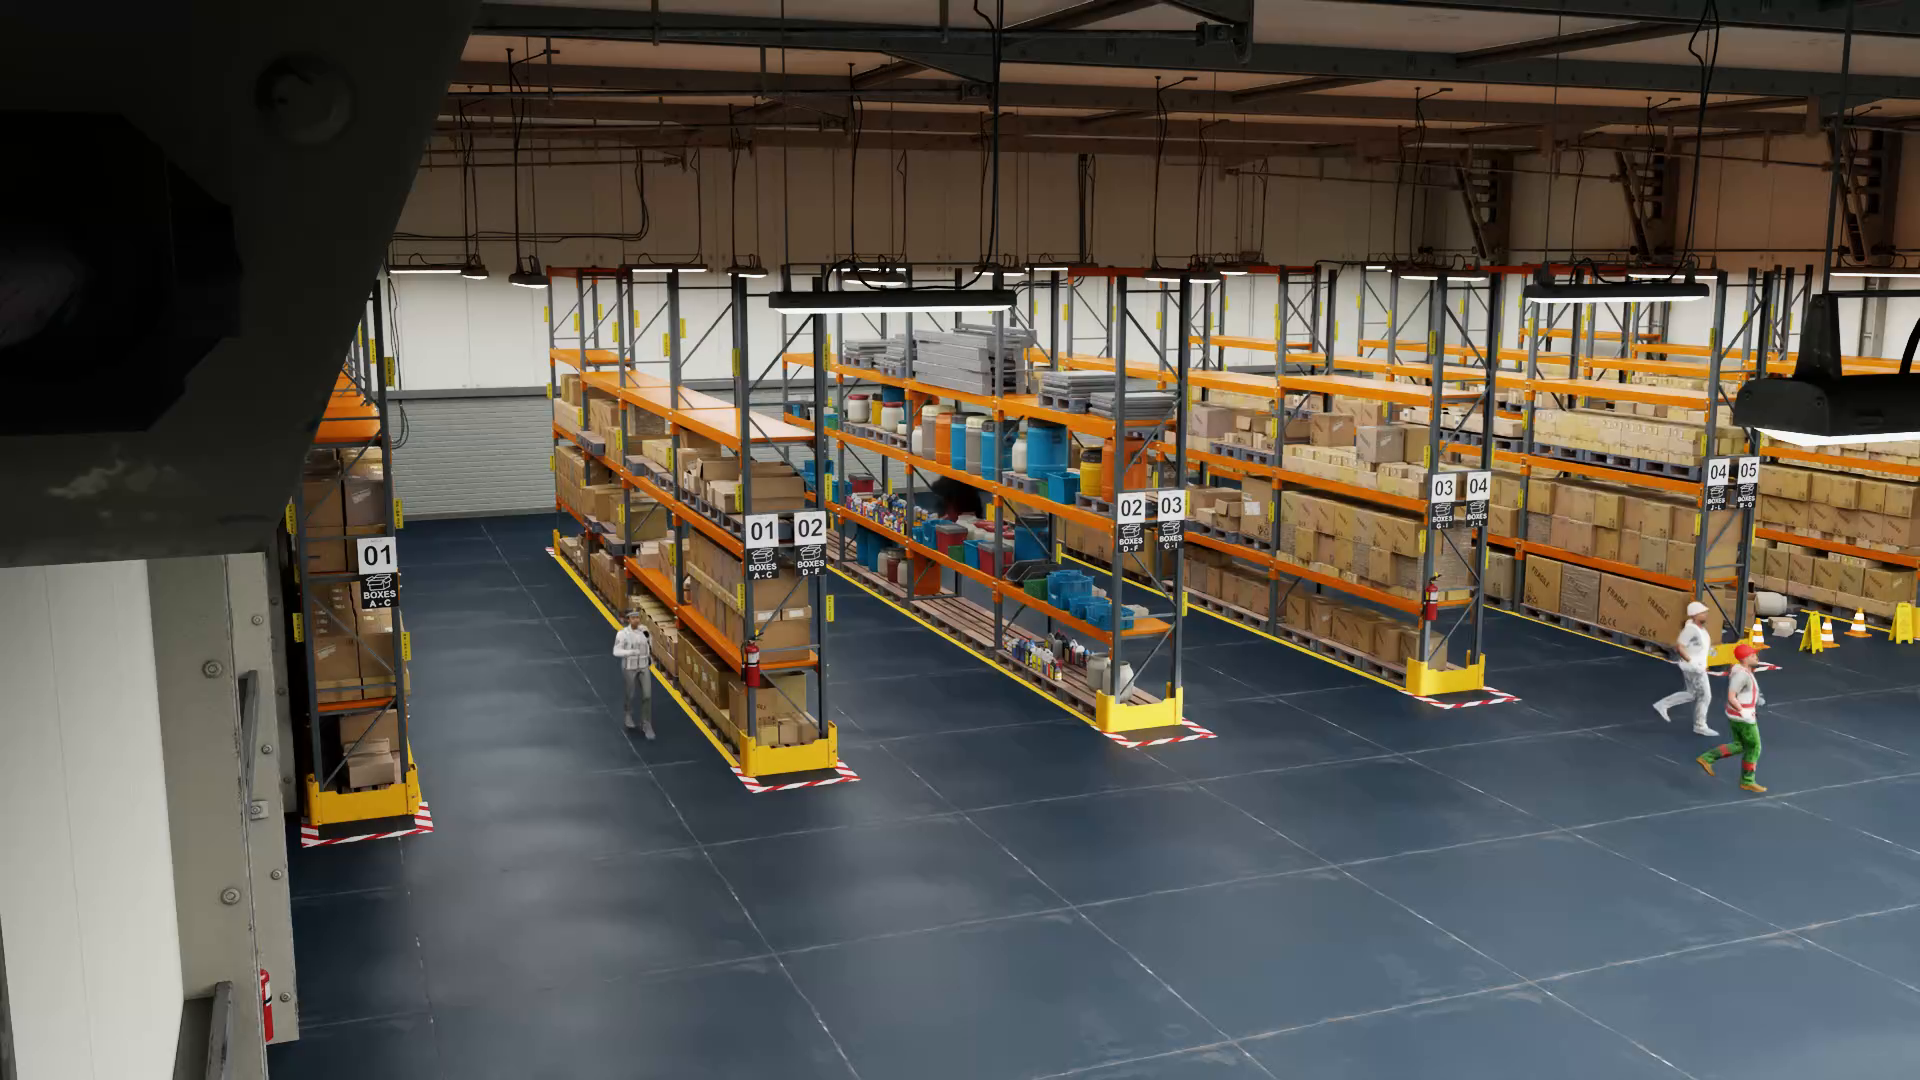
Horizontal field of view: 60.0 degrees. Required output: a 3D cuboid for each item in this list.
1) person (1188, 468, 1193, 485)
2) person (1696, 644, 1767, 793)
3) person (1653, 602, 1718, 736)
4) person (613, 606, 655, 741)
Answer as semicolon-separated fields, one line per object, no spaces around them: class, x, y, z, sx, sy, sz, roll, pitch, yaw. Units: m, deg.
person;5.596;-1.758;41.713;0.878;1.723;0.729;4;11;20
person;9.167;2.085;19.644;0.803;1.777;0.647;3;10;16
person;9.632;1.682;21.958;0.824;1.777;0.673;4;11;23
person;-4.261;1.713;21.870;0.602;1.735;0.779;-5;11;-27
